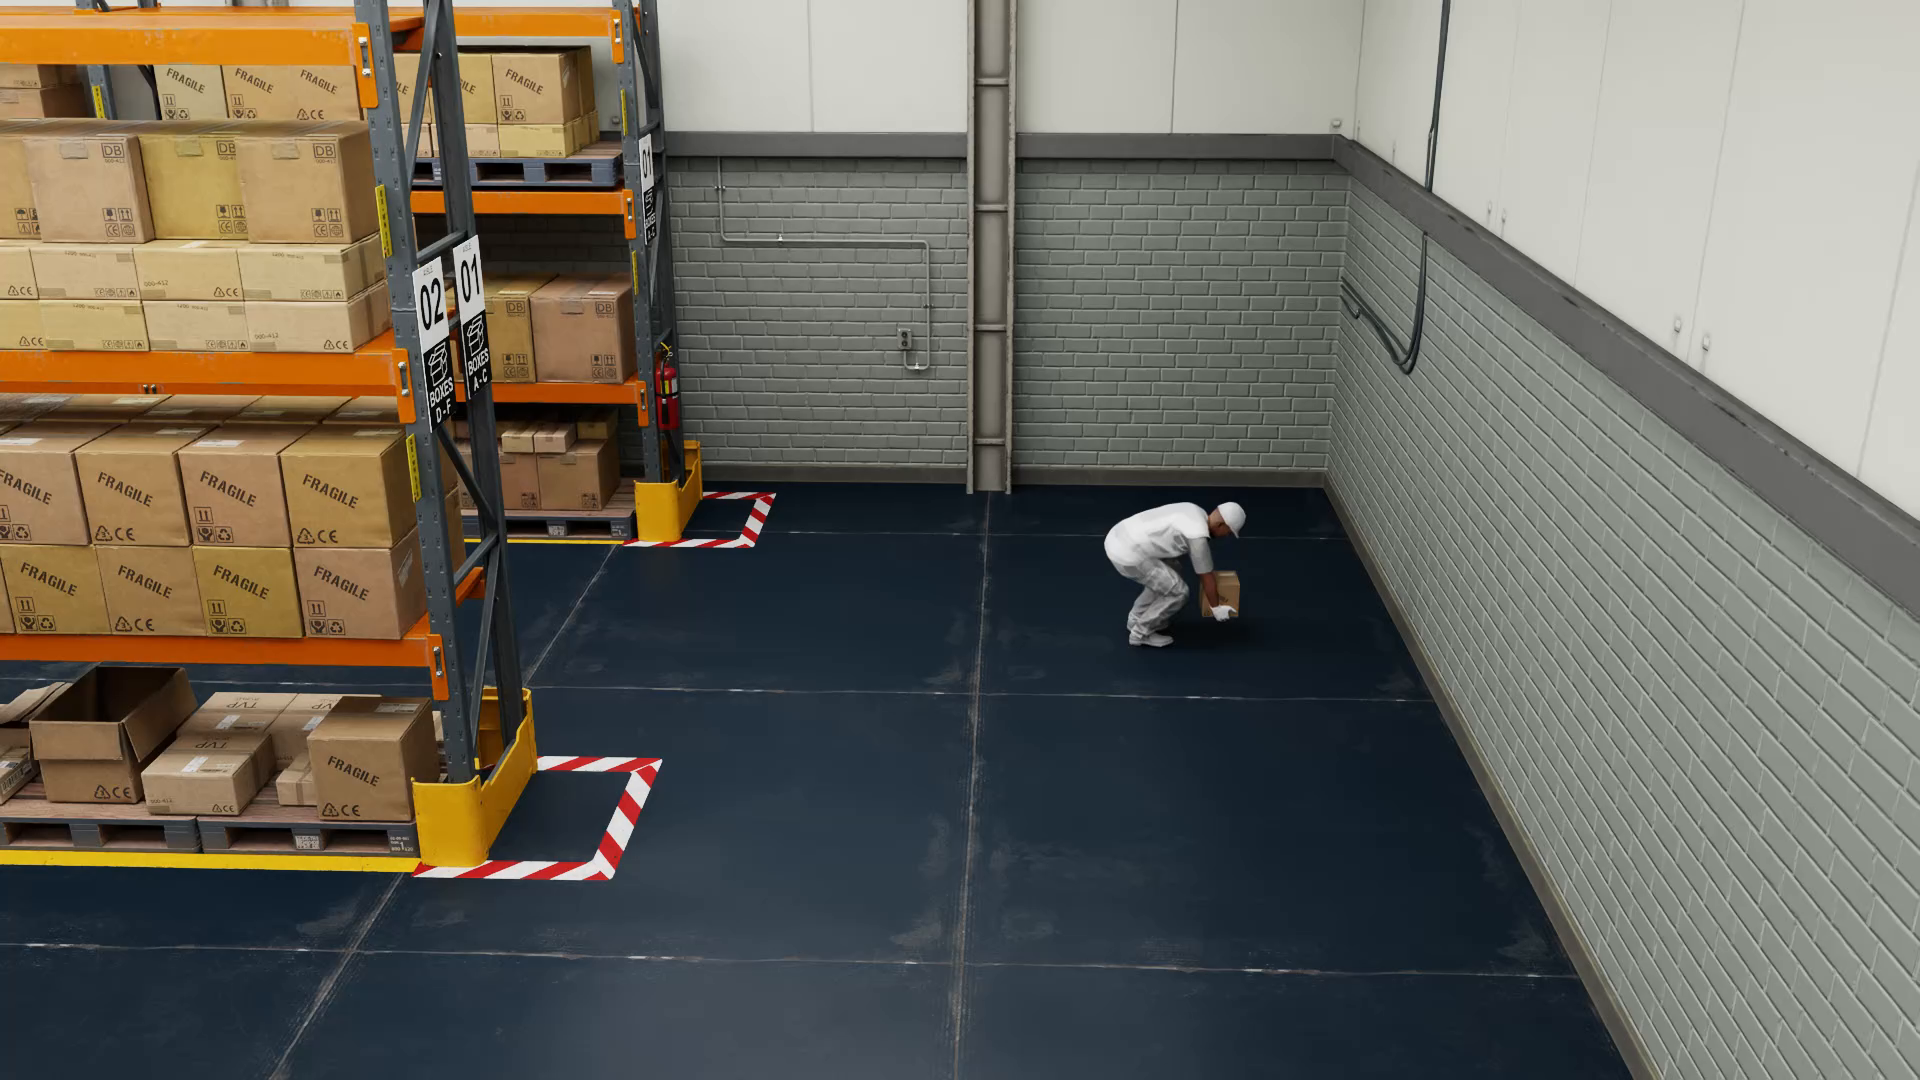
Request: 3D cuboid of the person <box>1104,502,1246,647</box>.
[{"bbox_3d":[1.488,0.214,11.605,0.965,0.995,0.547,0,21,0],"label":"person"}]
